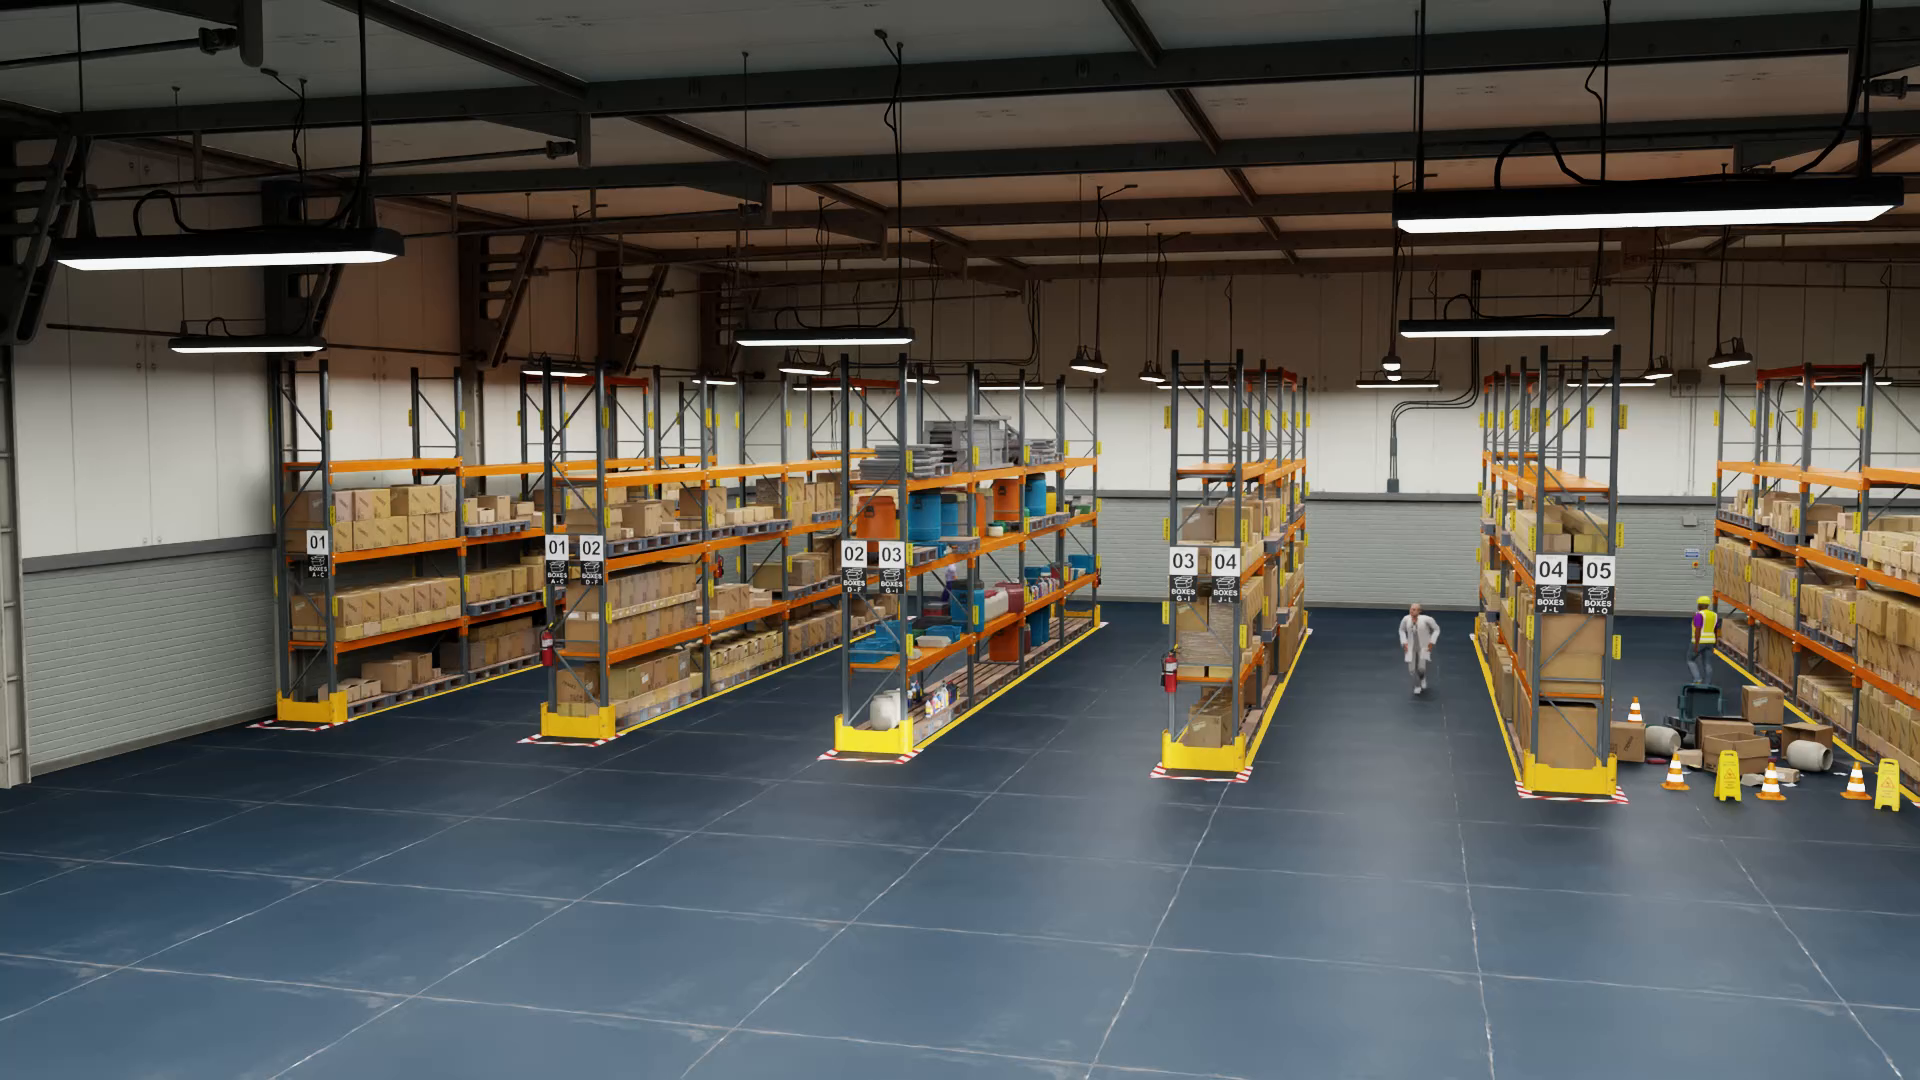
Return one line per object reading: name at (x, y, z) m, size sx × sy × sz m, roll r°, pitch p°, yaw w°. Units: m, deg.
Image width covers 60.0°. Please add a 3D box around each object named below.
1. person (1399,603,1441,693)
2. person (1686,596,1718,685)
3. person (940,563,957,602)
person at (8.419, 1.979, 30.468) m, size 0.751 × 1.685 × 0.630 m, roll 2°, pitch 4°, yaw 23°
person at (13.714, 1.907, 30.609) m, size 0.567 × 1.742 × 0.545 m, roll 0°, pitch 4°, yaw -7°
person at (-0.260, 1.178, 42.306) m, size 1.058 × 1.553 × 0.460 m, roll 1°, pitch 4°, yaw 13°
